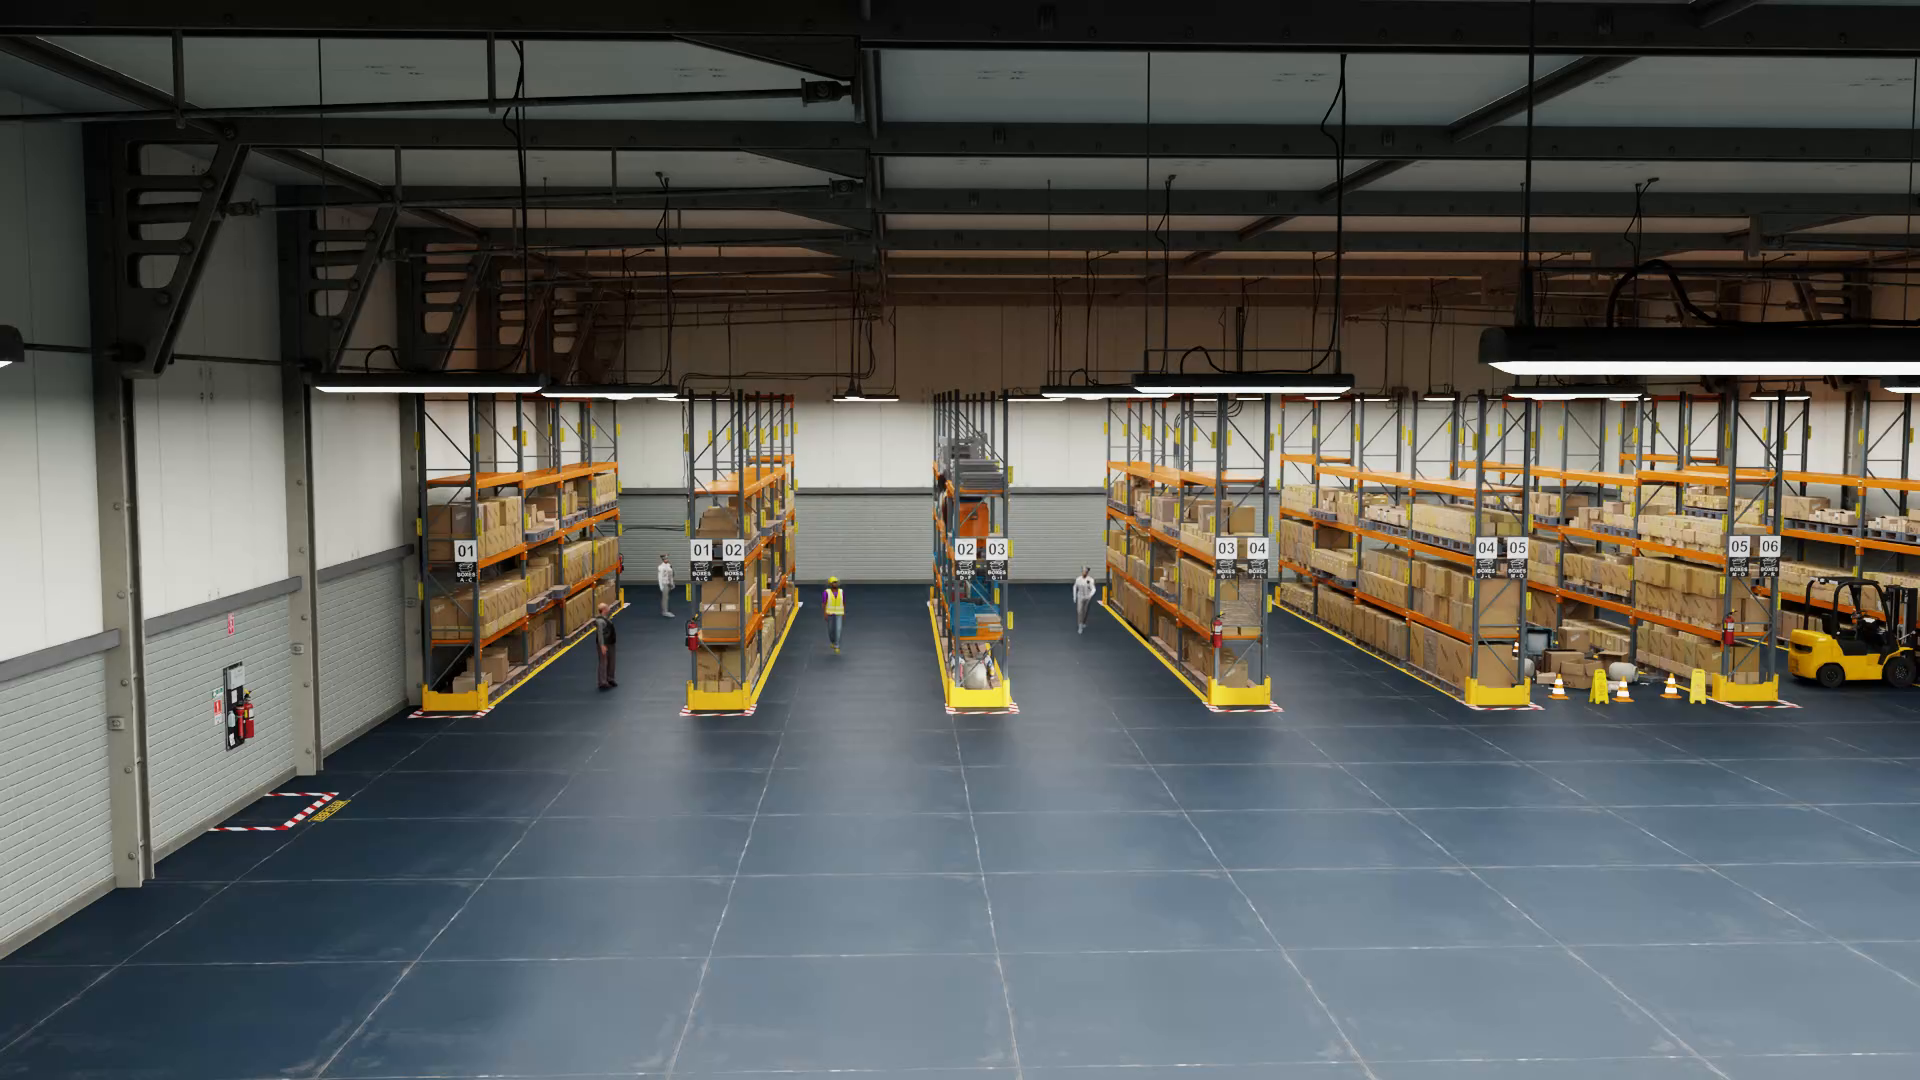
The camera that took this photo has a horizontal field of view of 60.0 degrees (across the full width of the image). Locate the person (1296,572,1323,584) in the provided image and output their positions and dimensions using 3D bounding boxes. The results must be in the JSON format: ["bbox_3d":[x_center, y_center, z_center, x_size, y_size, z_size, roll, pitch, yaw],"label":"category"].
[{"bbox_3d":[10.826,0.624,51.740,1.115,1.732,0.624,-2,5,-19],"label":"person"}]

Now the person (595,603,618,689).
[{"bbox_3d":[-7.151,2.130,33.620,0.411,1.724,0.607,2,5,22],"label":"person"}]

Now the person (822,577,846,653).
[{"bbox_3d":[-2.911,1.712,38.215,0.538,1.723,1.012,0,5,1],"label":"person"}]

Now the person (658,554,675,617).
[{"bbox_3d":[-7.930,1.210,45.134,0.426,1.696,0.521,1,5,11],"label":"person"}]

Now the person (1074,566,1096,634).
[{"bbox_3d":[3.148,1.487,42.006,0.545,1.676,0.948,0,5,2],"label":"person"}]
